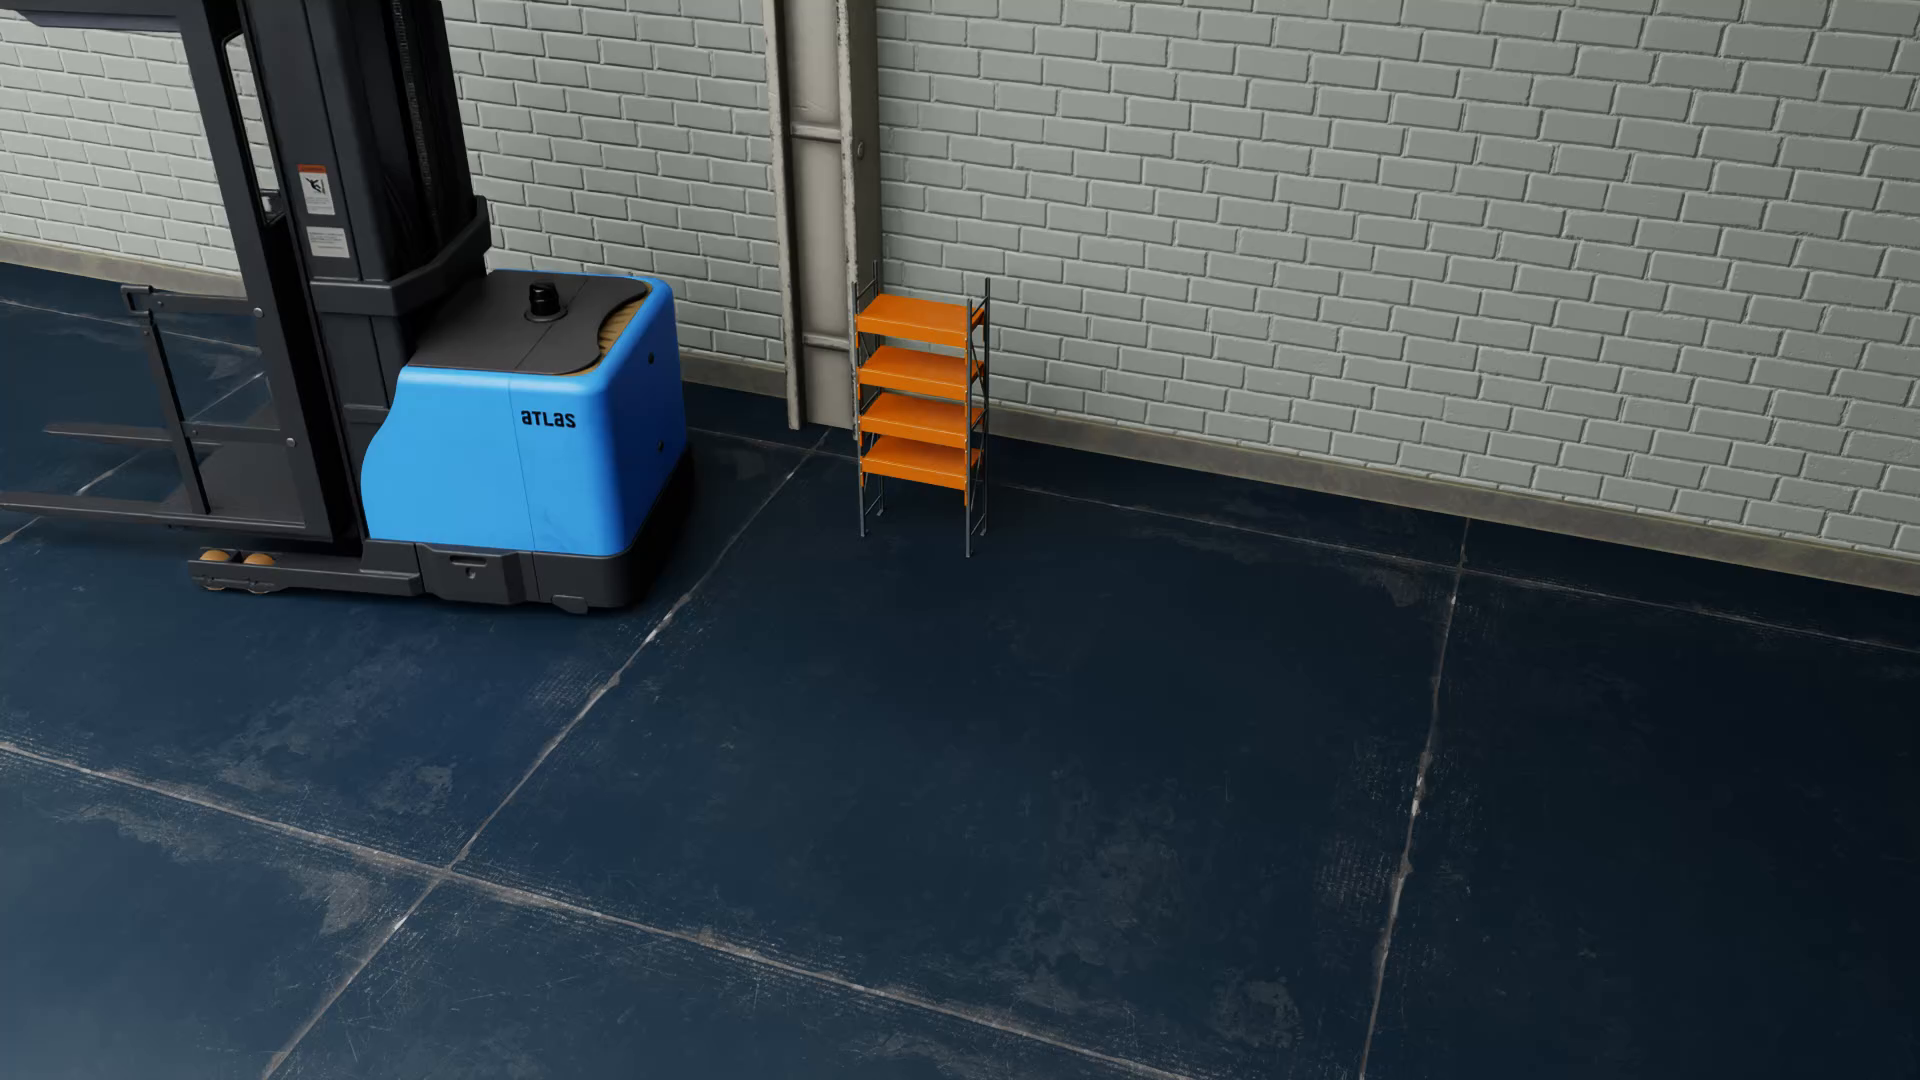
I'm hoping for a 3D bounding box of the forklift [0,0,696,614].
[{"bbox_3d":[-2.749,-1.285,6.539,3.031,2.935,1.130,4,33,7],"label":"forklift"}]

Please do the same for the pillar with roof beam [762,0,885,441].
[{"bbox_3d":[-2.049,-2.171,2.316,0.400,9.000,9.100,11,34,16],"label":"pillar with roof beam"}]

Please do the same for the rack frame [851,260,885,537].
[{"bbox_3d":[-0.386,-0.579,7.041,0.015,1.200,0.240,11,34,16],"label":"rack frame"}]

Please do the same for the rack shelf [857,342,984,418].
[{"bbox_3d":[-0.156,-0.666,6.887,0.480,0.148,0.258,11,34,16],"label":"rack shelf"}]

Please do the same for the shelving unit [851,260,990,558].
[{"bbox_3d":[-0.156,-0.534,6.971,0.503,1.200,0.258,11,34,16],"label":"shelving unit"}]

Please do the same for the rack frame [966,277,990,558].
[{"bbox_3d":[0.074,-0.490,6.902,0.015,1.200,0.240,11,34,16],"label":"rack frame"}]

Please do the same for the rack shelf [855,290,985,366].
[{"bbox_3d":[-0.156,-0.864,6.758,0.480,0.148,0.258,11,34,16],"label":"rack shelf"}]

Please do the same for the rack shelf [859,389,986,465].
[{"bbox_3d":[-0.156,-0.478,7.008,0.480,0.148,0.258,11,34,16],"label":"rack shelf"}]

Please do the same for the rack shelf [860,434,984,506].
[{"bbox_3d":[-0.156,-0.311,7.116,0.480,0.148,0.258,11,34,16],"label":"rack shelf"}]
